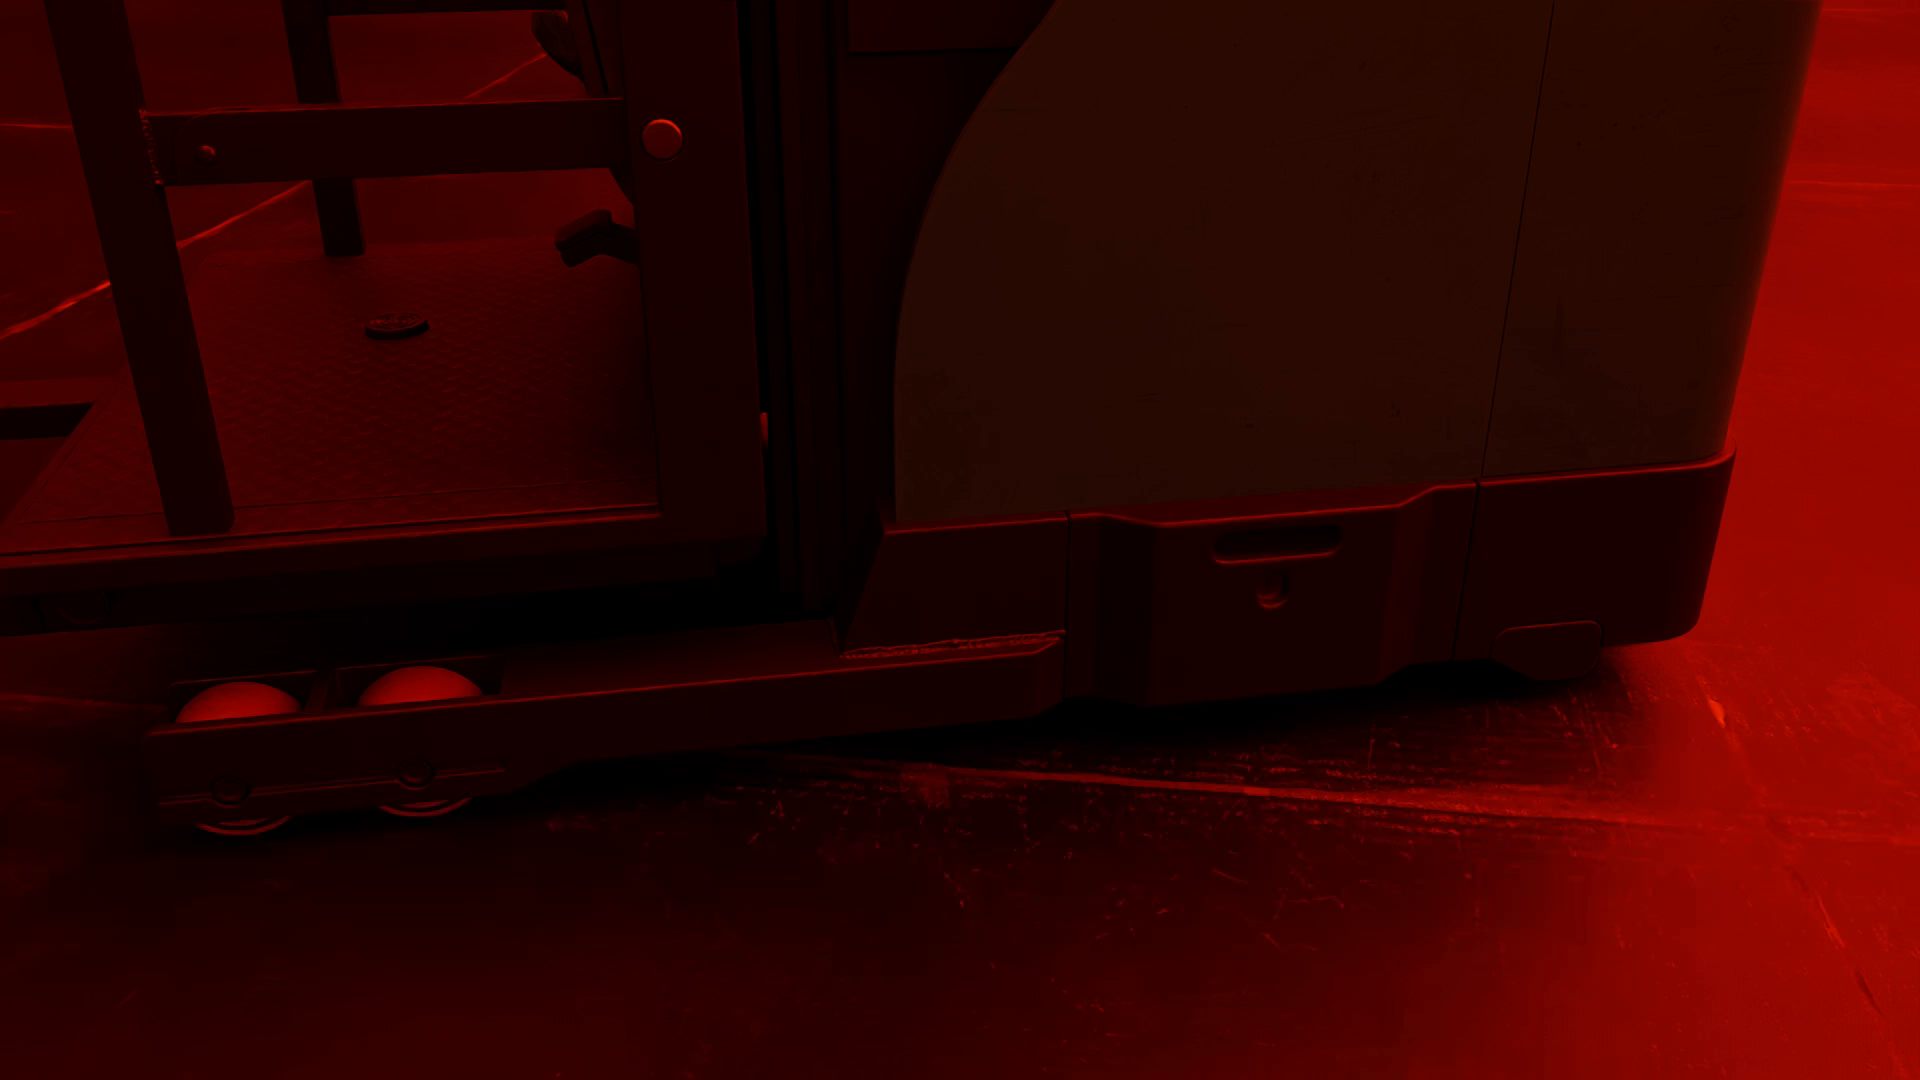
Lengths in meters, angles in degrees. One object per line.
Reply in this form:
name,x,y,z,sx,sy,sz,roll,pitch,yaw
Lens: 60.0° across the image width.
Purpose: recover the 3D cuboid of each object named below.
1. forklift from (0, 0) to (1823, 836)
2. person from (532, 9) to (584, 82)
forklift,-0.607,-1.239,1.701,3.031,2.935,1.130,-5,27,-9
person,-0.642,-1.555,3.849,0.505,1.654,1.158,5,27,10
